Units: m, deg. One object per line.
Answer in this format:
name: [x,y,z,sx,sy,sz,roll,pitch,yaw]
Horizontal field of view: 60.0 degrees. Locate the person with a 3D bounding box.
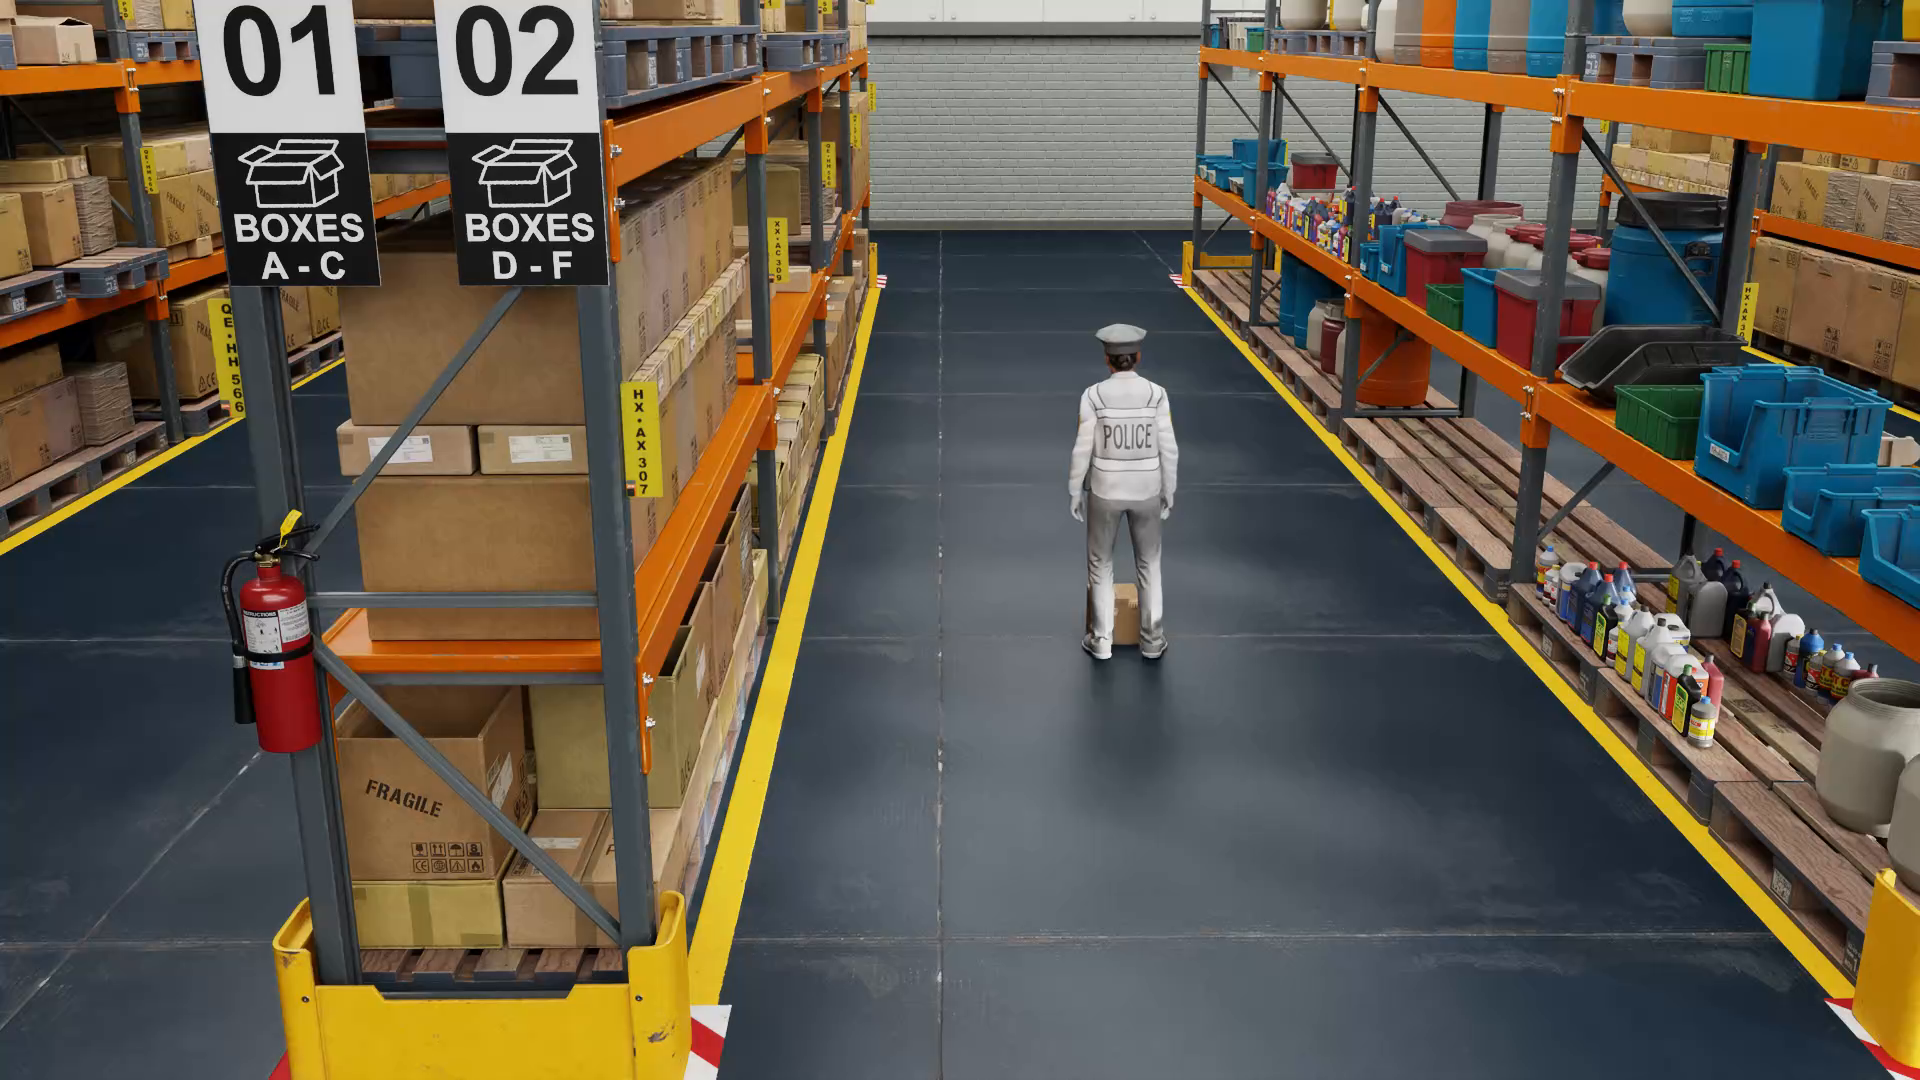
person: [0.806,-0.218,8.244,0.538,1.663,0.378,-1,17,-2]
